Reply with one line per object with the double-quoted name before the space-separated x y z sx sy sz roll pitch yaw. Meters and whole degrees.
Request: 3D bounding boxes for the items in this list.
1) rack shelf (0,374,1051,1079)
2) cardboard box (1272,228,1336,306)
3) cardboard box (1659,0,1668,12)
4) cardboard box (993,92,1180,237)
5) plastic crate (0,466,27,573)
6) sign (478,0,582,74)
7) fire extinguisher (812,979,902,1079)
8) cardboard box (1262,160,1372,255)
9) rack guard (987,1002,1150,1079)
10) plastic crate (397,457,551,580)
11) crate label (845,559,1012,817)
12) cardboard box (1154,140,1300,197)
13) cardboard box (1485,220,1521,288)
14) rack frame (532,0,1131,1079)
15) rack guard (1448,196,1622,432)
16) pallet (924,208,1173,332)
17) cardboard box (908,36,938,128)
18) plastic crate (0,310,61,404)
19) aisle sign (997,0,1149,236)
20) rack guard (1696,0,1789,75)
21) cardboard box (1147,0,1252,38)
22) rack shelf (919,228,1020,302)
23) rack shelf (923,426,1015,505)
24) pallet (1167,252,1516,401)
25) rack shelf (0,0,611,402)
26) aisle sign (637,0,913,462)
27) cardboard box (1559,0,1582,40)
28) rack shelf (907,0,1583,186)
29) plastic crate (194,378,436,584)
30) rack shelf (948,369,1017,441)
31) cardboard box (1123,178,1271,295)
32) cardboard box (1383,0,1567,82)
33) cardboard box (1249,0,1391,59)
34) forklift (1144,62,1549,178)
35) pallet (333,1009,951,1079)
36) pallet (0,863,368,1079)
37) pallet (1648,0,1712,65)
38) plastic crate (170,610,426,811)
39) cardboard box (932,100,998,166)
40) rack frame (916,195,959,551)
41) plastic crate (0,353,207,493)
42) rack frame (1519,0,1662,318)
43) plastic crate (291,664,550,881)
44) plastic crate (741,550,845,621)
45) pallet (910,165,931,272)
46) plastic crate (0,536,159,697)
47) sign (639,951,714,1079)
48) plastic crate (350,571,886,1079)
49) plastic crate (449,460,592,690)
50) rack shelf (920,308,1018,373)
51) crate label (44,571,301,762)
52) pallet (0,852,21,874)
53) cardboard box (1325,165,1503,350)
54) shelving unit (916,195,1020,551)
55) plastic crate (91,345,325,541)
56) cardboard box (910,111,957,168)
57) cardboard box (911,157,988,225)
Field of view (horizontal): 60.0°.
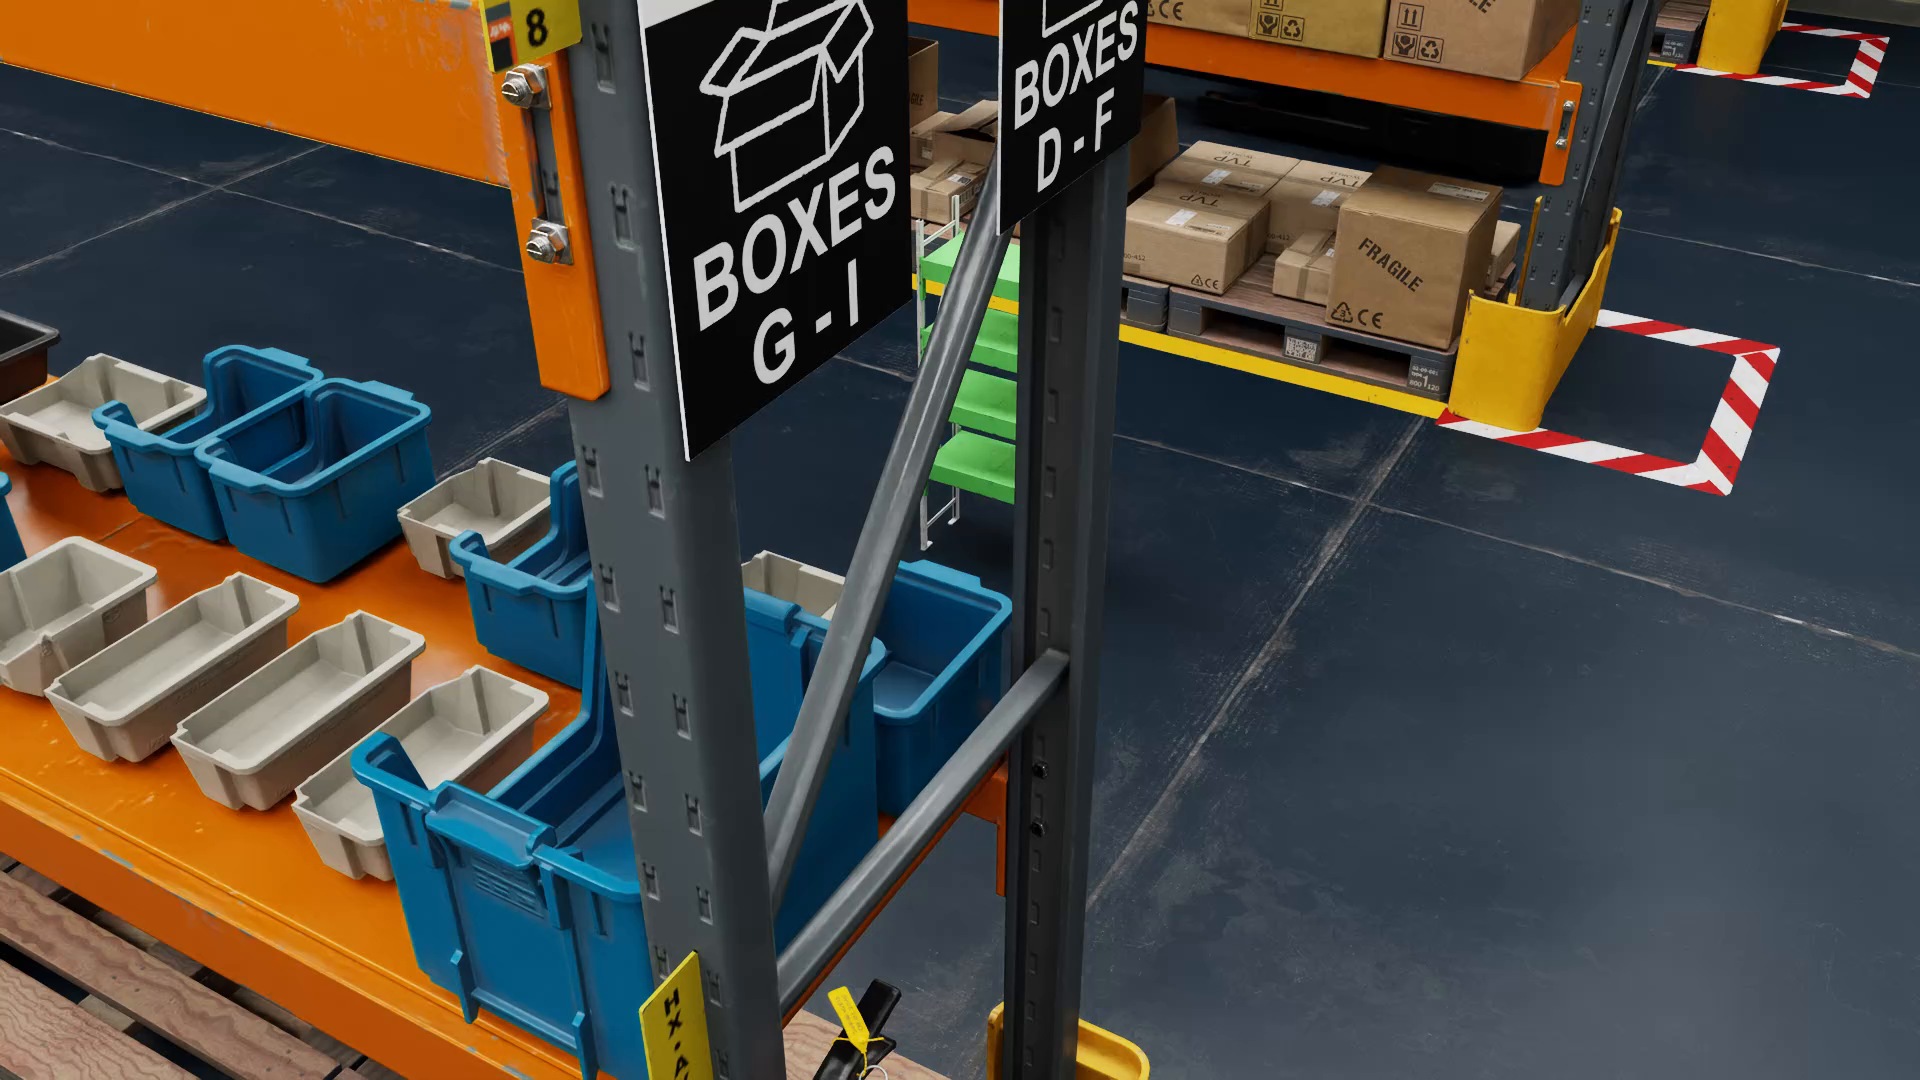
"rack shelf" -1.804 0.176 3.428 4.000 0.370 1.077 18 37 24
"cardboard box" 1.492 -1.145 6.923 0.250 0.166 0.380 18 37 24
"cardboard box" 4.191 -3.619 10.355 0.500 0.500 0.700 18 37 24
"cardboard box" 0.554 -1.686 7.431 0.637 0.503 0.797 18 37 24
"plastic crate" -1.978 0.030 3.095 0.300 0.233 0.416 18 37 24
"sign" -0.327 -0.509 1.196 0.005 0.325 0.100 18 37 24
"fire extinguisher" -0.162 0.874 2.137 0.183 0.674 0.296 18 37 24
"cardboard box" 1.628 -1.418 7.257 0.500 0.250 0.500 18 37 24
"rack guard" -0.040 1.468 3.095 0.348 0.500 1.175 18 37 24
"plastic crate" -0.945 -0.029 3.272 0.298 0.136 0.250 18 37 24
"crate label" -0.119 0.245 2.772 0.303 0.233 0.416 18 37 24
"cardboard box" 1.194 -1.556 7.464 0.500 0.250 0.500 18 37 24
"cardboard box" 2.200 -1.233 7.070 0.250 0.149 0.380 18 37 24
"rack frame" -0.069 0.428 2.400 0.053 2.616 0.949 18 37 24
"rack guard" 2.327 -0.936 6.705 0.348 0.500 1.175 18 37 24
"pallet" 0.579 -1.371 7.618 1.213 0.211 1.003 18 37 24
"cardboard box" -0.444 -2.178 8.173 0.500 0.500 0.500 18 37 24
"plastic crate" -2.436 -0.405 3.846 0.590 0.125 0.437 18 37 24
"aisle sign" 0.142 -0.778 1.867 0.004 0.787 0.394 18 37 24
"rack guard" 4.869 -3.294 10.245 0.348 0.500 1.175 18 37 24
"cardboard box" 0.987 -2.270 6.363 0.500 0.500 0.500 18 38 25
"rack shelf" 0.144 -0.800 5.118 0.480 0.148 0.258 18 37 24
"rack shelf" 0.144 -0.201 5.518 0.480 0.148 0.258 18 37 24
"pallet" 1.635 -1.035 7.114 1.213 0.211 1.003 18 37 24
"rack shelf" -1.804 -1.072 2.597 4.000 0.370 1.077 18 37 24
"aisle sign" -0.151 -0.494 1.441 0.004 0.787 0.394 18 37 24
"cardboard box" 2.139 -2.246 6.327 0.500 0.500 0.500 18 38 25
"rack shelf" 0.657 -2.206 7.006 4.000 0.370 1.077 18 37 24
"plastic crate" -1.262 -0.117 3.316 0.300 0.233 0.416 18 37 24
"rack shelf" 0.144 -0.401 5.384 0.480 0.148 0.258 18 37 24
"cardboard box" 0.989 -1.301 7.082 0.500 0.250 0.500 18 37 24
"cardboard box" 1.869 -1.990 5.941 0.500 0.500 0.500 19 38 26
"cardboard box" 1.417 -2.131 6.153 0.500 0.500 0.500 18 38 25
"forklift" 1.911 -3.678 8.629 3.031 2.935 1.130 20 39 27
"pallet" -0.765 1.342 3.544 1.213 0.211 1.003 18 37 24
"pallet" -1.820 1.006 4.049 1.213 0.211 1.003 18 37 24
"pallet" 4.115 -3.362 10.609 1.213 0.211 1.003 18 37 24
"plastic crate" -1.110 0.288 2.795 0.243 0.136 0.396 18 37 24
"cardboard box" 0.207 -1.893 7.916 0.500 0.311 0.500 18 37 24
"rack frame" -0.068 -0.521 5.450 0.015 1.200 0.240 18 37 24
"plastic crate" -1.880 -0.254 3.609 0.466 0.136 0.293 18 37 24
"rack frame" 2.393 -1.956 5.981 0.127 3.000 1.000 18 37 24
"plastic crate" -0.866 0.374 2.665 0.243 0.136 0.396 18 37 24
"plastic crate" -0.356 0.157 2.991 0.298 0.136 0.250 18 37 24
"pallet" -0.484 -1.706 8.121 1.213 0.211 1.003 18 37 24
"plastic crate" -1.630 0.150 3.002 0.250 0.136 0.298 18 37 24
"sign" -0.327 0.628 1.953 0.005 0.325 0.100 18 37 24
"plastic crate" -0.451 0.385 2.380 0.499 0.435 0.616 18 37 24
"plastic crate" -0.690 0.064 3.044 0.300 0.233 0.416 18 37 24
"rack shelf" 0.144 -0.600 5.251 0.480 0.148 0.258 18 37 24
"crate label" -1.364 0.223 2.893 0.243 0.136 0.396 18 37 24
"pallet" -2.883 0.671 4.552 1.213 0.211 1.003 18 37 24
"cardboard box" 1.799 -1.130 6.598 0.500 0.500 0.500 18 37 24
"shelving unit" 0.144 -0.454 5.349 0.503 1.200 0.258 18 37 24
"plastic crate" -1.523 -0.199 3.440 0.300 0.233 0.416 18 37 24
"cardboard box" -0.089 -1.958 8.159 0.250 0.149 0.380 18 37 24
"cardboard box" -0.067 -1.607 7.616 0.250 0.166 0.380 18 37 24
